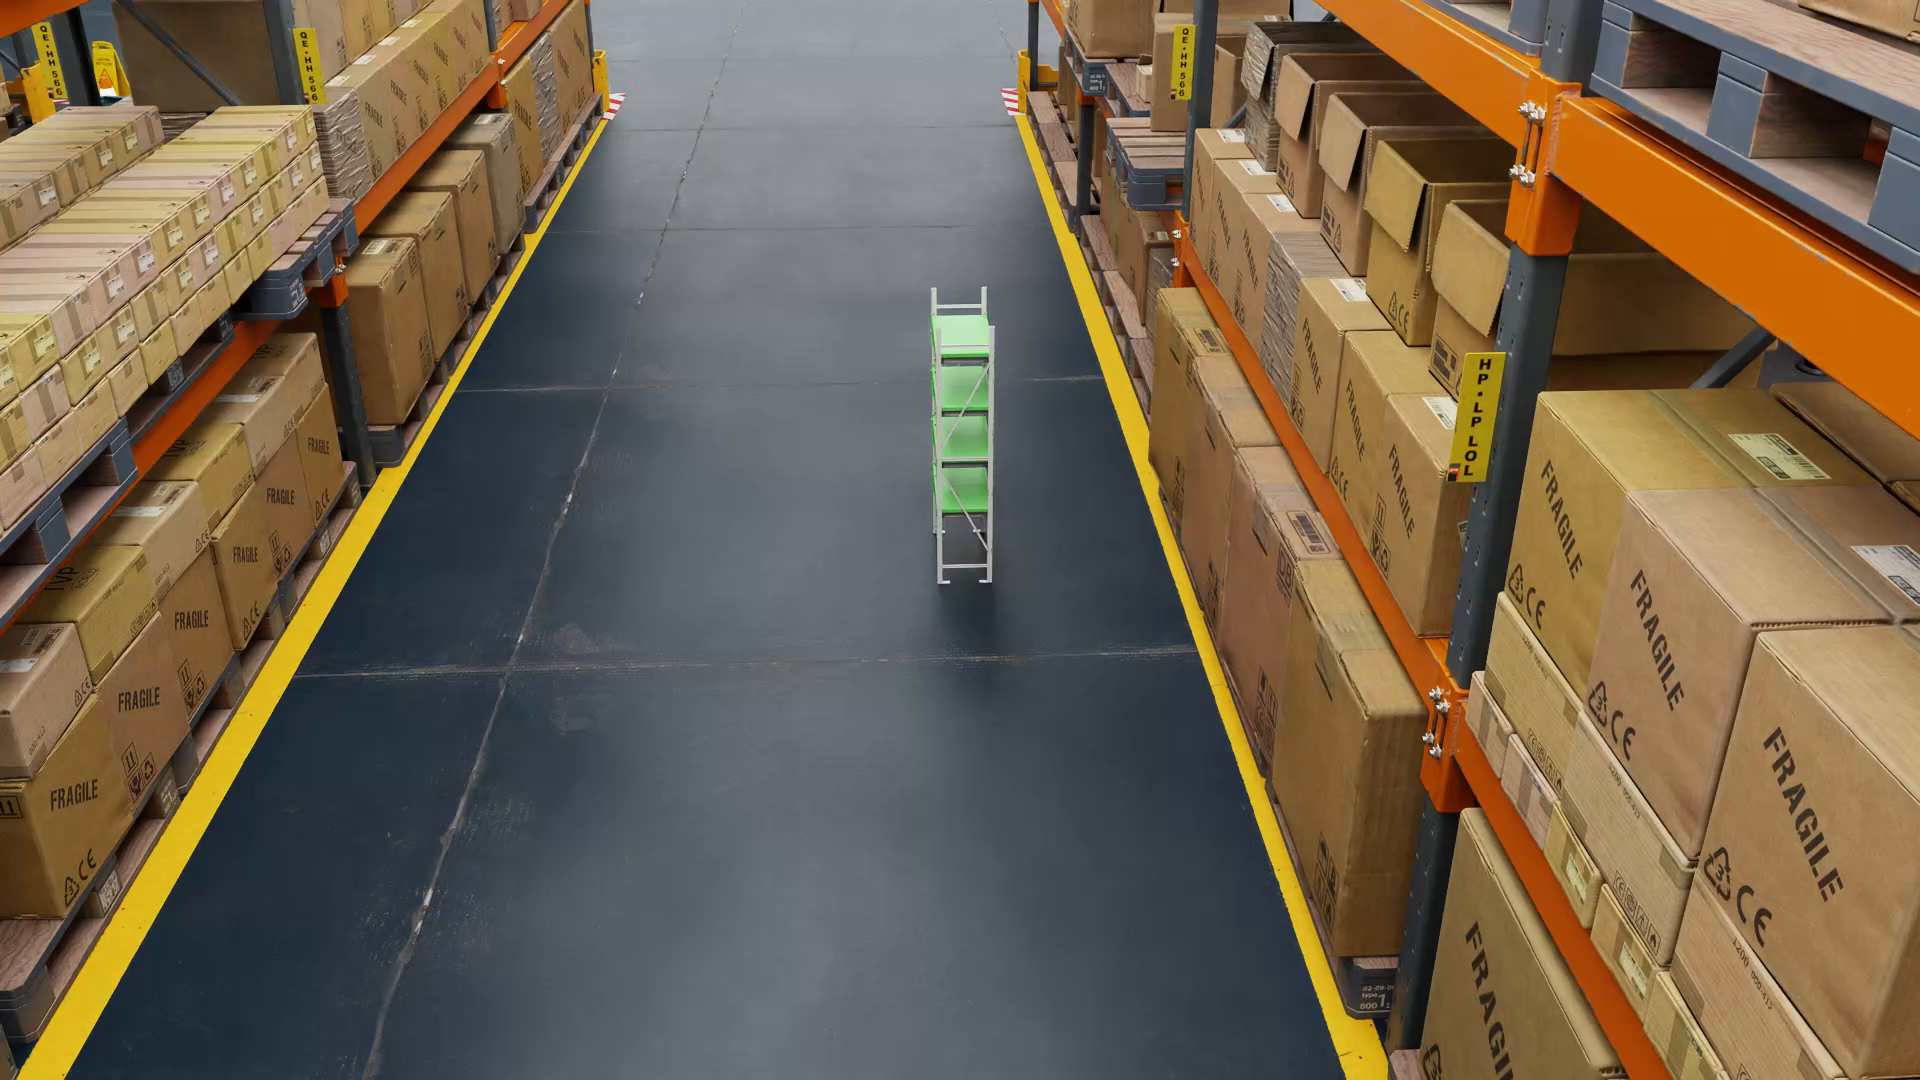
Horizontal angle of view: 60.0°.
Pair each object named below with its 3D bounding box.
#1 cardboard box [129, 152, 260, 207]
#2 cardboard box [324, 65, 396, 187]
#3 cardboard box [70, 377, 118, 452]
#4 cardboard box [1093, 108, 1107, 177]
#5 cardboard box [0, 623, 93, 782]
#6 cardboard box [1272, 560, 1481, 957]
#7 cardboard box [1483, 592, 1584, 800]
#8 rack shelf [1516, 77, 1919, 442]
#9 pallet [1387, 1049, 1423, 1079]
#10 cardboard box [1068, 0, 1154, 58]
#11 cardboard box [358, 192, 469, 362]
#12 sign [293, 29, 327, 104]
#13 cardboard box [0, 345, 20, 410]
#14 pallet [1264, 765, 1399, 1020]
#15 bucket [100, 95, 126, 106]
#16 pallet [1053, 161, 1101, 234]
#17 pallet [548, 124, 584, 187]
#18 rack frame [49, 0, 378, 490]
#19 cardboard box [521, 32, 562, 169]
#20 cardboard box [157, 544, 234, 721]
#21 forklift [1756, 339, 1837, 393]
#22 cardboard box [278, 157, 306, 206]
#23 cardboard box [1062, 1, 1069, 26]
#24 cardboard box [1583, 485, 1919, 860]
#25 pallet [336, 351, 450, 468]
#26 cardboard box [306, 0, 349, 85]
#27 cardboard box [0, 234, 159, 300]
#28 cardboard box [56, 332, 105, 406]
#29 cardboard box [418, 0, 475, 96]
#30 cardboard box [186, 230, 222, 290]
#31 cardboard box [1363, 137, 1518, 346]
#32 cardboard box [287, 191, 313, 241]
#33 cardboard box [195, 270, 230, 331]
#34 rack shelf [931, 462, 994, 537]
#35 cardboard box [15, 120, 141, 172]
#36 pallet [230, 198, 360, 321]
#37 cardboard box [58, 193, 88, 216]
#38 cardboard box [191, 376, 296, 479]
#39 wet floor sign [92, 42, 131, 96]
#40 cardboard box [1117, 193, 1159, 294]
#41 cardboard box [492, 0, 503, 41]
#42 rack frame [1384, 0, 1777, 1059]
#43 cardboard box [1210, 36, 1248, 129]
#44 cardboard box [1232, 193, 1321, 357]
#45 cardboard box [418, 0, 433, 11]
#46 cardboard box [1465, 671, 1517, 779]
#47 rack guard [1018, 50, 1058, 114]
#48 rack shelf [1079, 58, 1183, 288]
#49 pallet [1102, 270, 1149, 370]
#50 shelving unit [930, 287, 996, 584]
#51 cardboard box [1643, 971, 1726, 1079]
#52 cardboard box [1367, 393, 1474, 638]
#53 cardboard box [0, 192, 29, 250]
[{"bbox_3d":[-2.892,-1.361,6.289,0.380,0.149,0.250,-1,28,-1],"label":"cardboard box"},{"bbox_3d":[-3.201,-2.090,8.406,0.500,0.500,0.500,-2,28,-3],"label":"cardboard box"},{"bbox_3d":[-2.812,-0.377,5.047,0.380,0.149,0.250,-1,28,-2],"label":"cardboard box"},{"bbox_3d":[1.313,-3.046,12.595,0.500,0.500,0.500,7,28,14],"label":"cardboard box"},{"bbox_3d":[-2.984,0.492,5.001,0.500,0.250,0.500,-3,28,-5],"label":"cardboard box"},{"bbox_3d":[1.696,0.638,5.127,1.225,0.875,0.875,-1,28,-2],"label":"cardboard box"},{"bbox_3d":[1.512,0.335,3.705,0.500,0.250,0.500,-2,28,-4],"label":"cardboard box"},{"bbox_3d":[1.854,0.089,1.869,1.077,0.370,4.000,-1,28,-3],"label":"rack shelf"},{"bbox_3d":[1.711,1.766,4.135,1.003,0.211,1.213,-1,28,-3],"label":"pallet"},{"bbox_3d":[1.233,-3.600,10.305,1.000,1.000,1.000,-1,28,-2],"label":"cardboard box"},{"bbox_3d":[-3.409,-1.473,9.310,1.050,0.750,0.750,-1,28,-2],"label":"cardboard box"},{"bbox_3d":[-2.877,-2.093,7.353,0.100,0.325,0.005,-1,28,-3],"label":"sign"},{"bbox_3d":[-2.791,-0.410,4.467,0.380,0.149,0.250,-1,28,-1],"label":"cardboard box"},{"bbox_3d":[1.634,1.059,5.492,1.003,0.211,1.213,-1,28,-3],"label":"pallet"},{"bbox_3d":[-5.936,-2.674,11.530,0.726,0.611,0.620,8,39,15],"label":"bucket"},{"bbox_3d":[1.261,-2.591,12.489,1.003,0.211,1.213,-1,28,-3],"label":"pallet"},{"bbox_3d":[-3.655,-3.126,13.515,1.003,0.211,1.213,-1,28,-3],"label":"pallet"},{"bbox_3d":[-3.418,-1.597,7.569,1.000,3.000,0.127,-1,28,-3],"label":"rack frame"},{"bbox_3d":[-3.641,-3.397,12.863,0.875,0.875,0.875,-1,28,-2],"label":"cardboard box"},{"bbox_3d":[-3.053,0.338,6.106,0.500,0.500,0.500,-1,28,-2],"label":"cardboard box"},{"bbox_3d":[3.413,-1.522,7.498,1.130,2.935,3.031,-1,28,-1],"label":"forklift"},{"bbox_3d":[-2.922,-1.464,6.809,0.380,0.149,0.250,0,28,-1],"label":"cardboard box"},{"bbox_3d":[0.946,-3.844,12.148,0.380,0.149,0.250,-1,28,-3],"label":"cardboard box"},{"bbox_3d":[1.537,0.234,3.088,0.500,0.500,0.500,-1,28,-3],"label":"cardboard box"},{"bbox_3d":[-3.384,-0.727,8.915,1.003,0.211,1.213,-1,28,-3],"label":"pallet"},{"bbox_3d":[-3.459,-2.526,8.160,0.700,0.500,0.500,-2,28,-3],"label":"cardboard box"},{"bbox_3d":[-2.839,-0.879,5.366,0.380,0.149,0.250,0,28,-1],"label":"cardboard box"},{"bbox_3d":[-2.814,-0.509,4.978,0.380,0.149,0.250,-3,28,-5],"label":"cardboard box"},{"bbox_3d":[-3.306,-3.021,10.191,0.500,0.500,0.500,-2,28,-3],"label":"cardboard box"},{"bbox_3d":[-2.868,-0.991,5.903,0.380,0.149,0.250,-1,28,-1],"label":"cardboard box"},{"bbox_3d":[1.683,-0.924,5.086,0.797,0.503,0.637,-1,28,-2],"label":"cardboard box"},{"bbox_3d":[-2.922,-1.341,6.895,0.380,0.149,0.250,-1,28,-3],"label":"cardboard box"},{"bbox_3d":[-2.872,-0.863,5.979,0.380,0.149,0.250,-1,28,-1],"label":"cardboard box"},{"bbox_3d":[0.009,-0.186,7.467,0.258,0.148,0.480,-1,28,-3],"label":"rack shelf"},{"bbox_3d":[-3.571,-1.594,6.736,0.380,0.149,0.250,-2,28,-4],"label":"cardboard box"},{"bbox_3d":[-3.274,-1.186,6.987,1.213,0.211,1.003,-1,28,-3],"label":"pallet"},{"bbox_3d":[-3.546,-1.211,6.324,0.380,0.149,0.250,-1,28,-2],"label":"cardboard box"},{"bbox_3d":[-3.083,-0.465,6.837,0.500,0.250,0.500,-1,28,-2],"label":"cardboard box"},{"bbox_3d":[-7.715,-4.195,15.096,0.267,0.644,0.232,8,29,15],"label":"wet floor sign"},{"bbox_3d":[1.378,-1.841,10.264,0.700,0.500,0.500,-4,28,-7],"label":"cardboard box"},{"bbox_3d":[-3.658,-3.681,11.402,0.875,0.550,0.550,-1,28,-3],"label":"cardboard box"},{"bbox_3d":[1.749,0.177,4.167,1.000,3.000,0.127,-1,28,-3],"label":"rack frame"},{"bbox_3d":[1.472,-2.149,8.065,0.500,0.500,0.500,-5,28,-9],"label":"cardboard box"},{"bbox_3d":[1.354,-1.009,6.333,0.500,0.500,0.500,-2,28,-4],"label":"cardboard box"},{"bbox_3d":[-3.566,-3.466,9.962,0.700,0.500,0.500,-2,28,-3],"label":"cardboard box"},{"bbox_3d":[1.433,0.433,3.948,0.380,0.149,0.250,-1,28,-3],"label":"cardboard box"},{"bbox_3d":[1.127,-4.222,15.304,1.175,0.500,0.348,-1,28,-3],"label":"rack guard"},{"bbox_3d":[1.436,-2.275,9.646,1.077,0.370,4.000,-1,28,-3],"label":"rack shelf"},{"bbox_3d":[1.440,-1.357,10.124,1.003,0.211,1.213,-1,28,-3],"label":"pallet"},{"bbox_3d":[0.009,-0.456,7.326,0.258,1.200,0.503,-1,28,-3],"label":"shelving unit"},{"bbox_3d":[1.490,0.915,3.023,0.380,0.149,0.250,-2,28,-3],"label":"cardboard box"},{"bbox_3d":[1.452,-0.077,4.546,0.500,0.500,0.500,-1,28,-2],"label":"cardboard box"},{"bbox_3d":[-3.517,-1.111,5.811,0.380,0.149,0.250,-1,28,-1],"label":"cardboard box"}]
